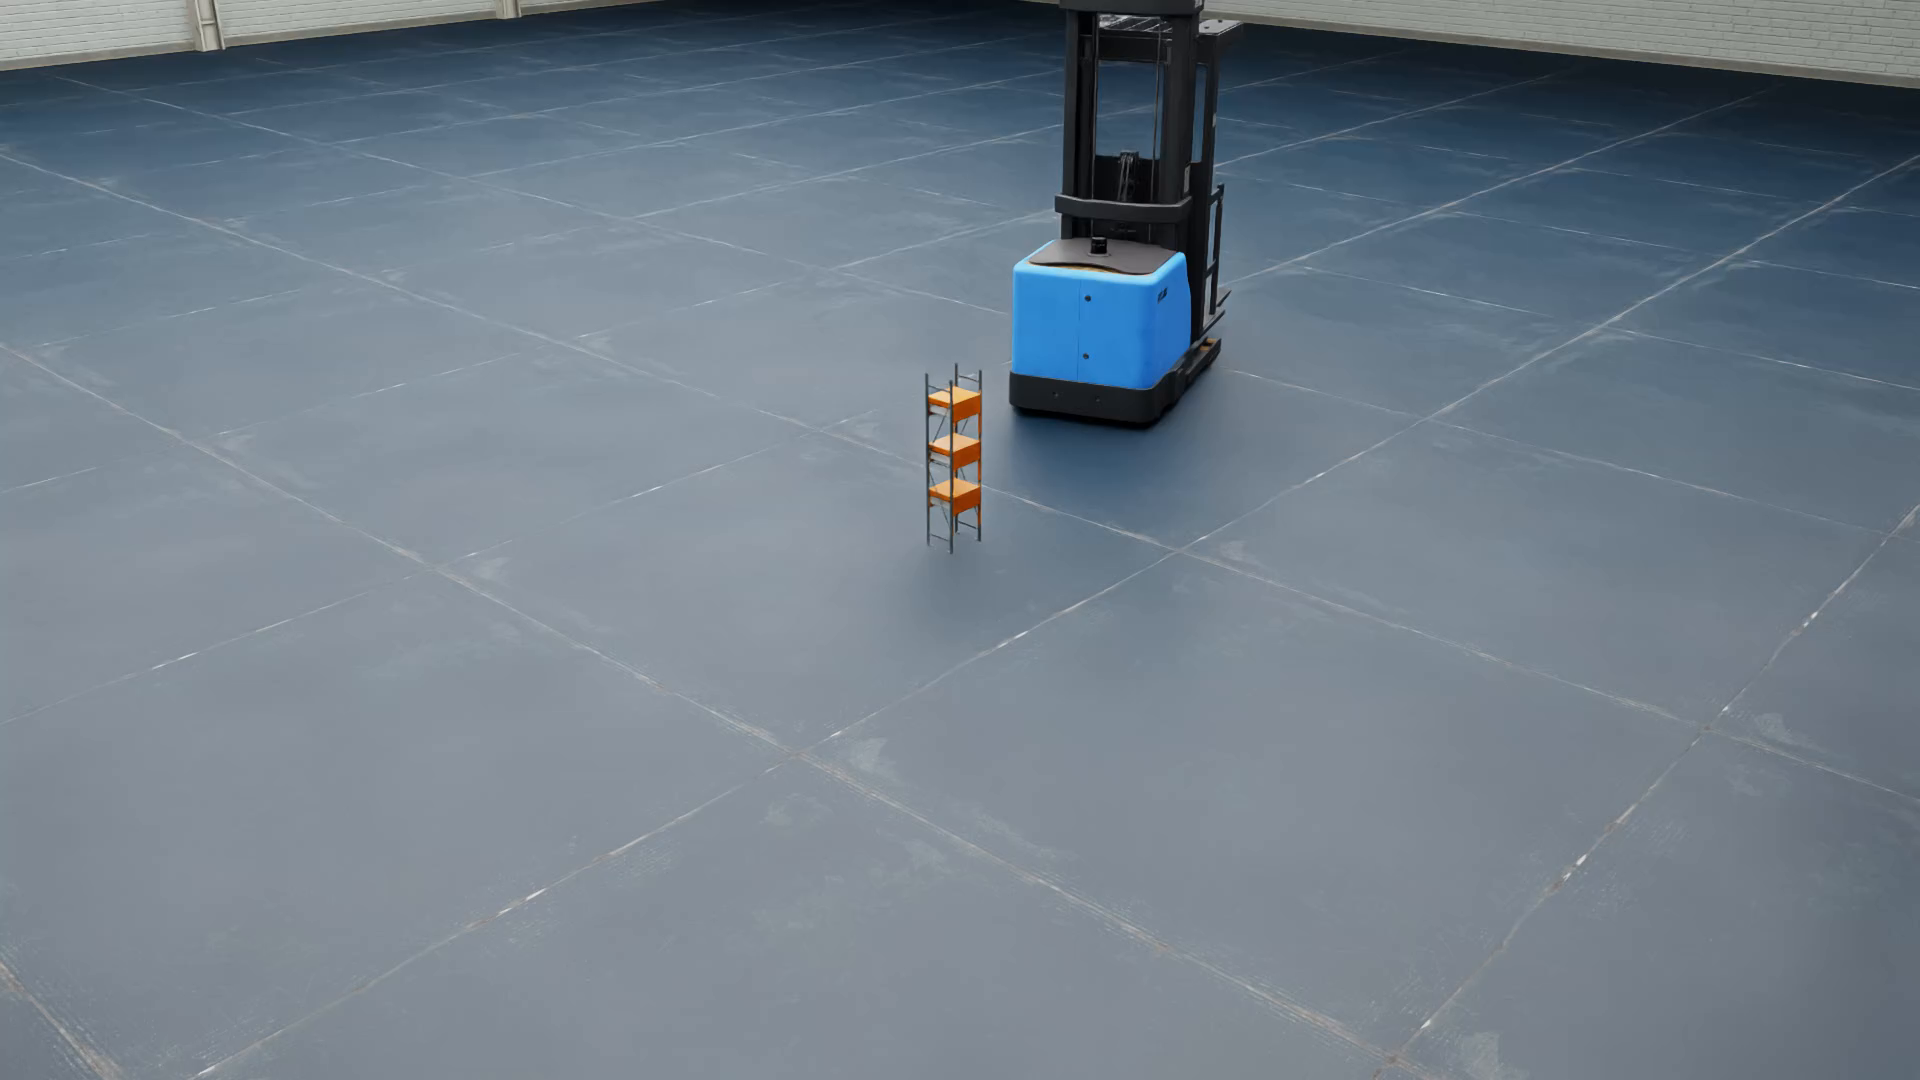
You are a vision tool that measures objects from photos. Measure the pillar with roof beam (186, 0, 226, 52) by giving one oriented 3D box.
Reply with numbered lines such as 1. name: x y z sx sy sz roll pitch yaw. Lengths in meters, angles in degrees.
1. pillar with roof beam: -9.639 -11.333 24.028 9.100 9.000 0.400 20 31 38

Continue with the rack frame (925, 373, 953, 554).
1. rack frame: -0.117 -0.426 9.416 0.200 1.050 0.008 20 31 38

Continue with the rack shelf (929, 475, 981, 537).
1. rack shelf: -0.036 -0.199 9.617 0.215 0.259 0.240 20 31 38

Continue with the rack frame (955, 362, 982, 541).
1. rack frame: 0.046 -0.500 9.582 0.200 1.050 0.008 20 31 38

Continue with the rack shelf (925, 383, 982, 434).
1. rack shelf: -0.036 -0.712 9.387 0.215 0.259 0.240 20 31 38

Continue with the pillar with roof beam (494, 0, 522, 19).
1. pillar with roof beam: -5.634 -13.161 28.105 9.100 9.000 0.400 20 31 38

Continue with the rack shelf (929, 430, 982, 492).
1. rack shelf: -0.036 -0.453 9.503 0.215 0.259 0.240 20 31 38

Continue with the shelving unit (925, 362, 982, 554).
1. shelving unit: -0.036 -0.463 9.499 0.215 1.050 0.252 20 31 38

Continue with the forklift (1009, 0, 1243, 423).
1. forklift: 1.375 -2.712 12.216 1.130 2.935 3.031 9 26 20
